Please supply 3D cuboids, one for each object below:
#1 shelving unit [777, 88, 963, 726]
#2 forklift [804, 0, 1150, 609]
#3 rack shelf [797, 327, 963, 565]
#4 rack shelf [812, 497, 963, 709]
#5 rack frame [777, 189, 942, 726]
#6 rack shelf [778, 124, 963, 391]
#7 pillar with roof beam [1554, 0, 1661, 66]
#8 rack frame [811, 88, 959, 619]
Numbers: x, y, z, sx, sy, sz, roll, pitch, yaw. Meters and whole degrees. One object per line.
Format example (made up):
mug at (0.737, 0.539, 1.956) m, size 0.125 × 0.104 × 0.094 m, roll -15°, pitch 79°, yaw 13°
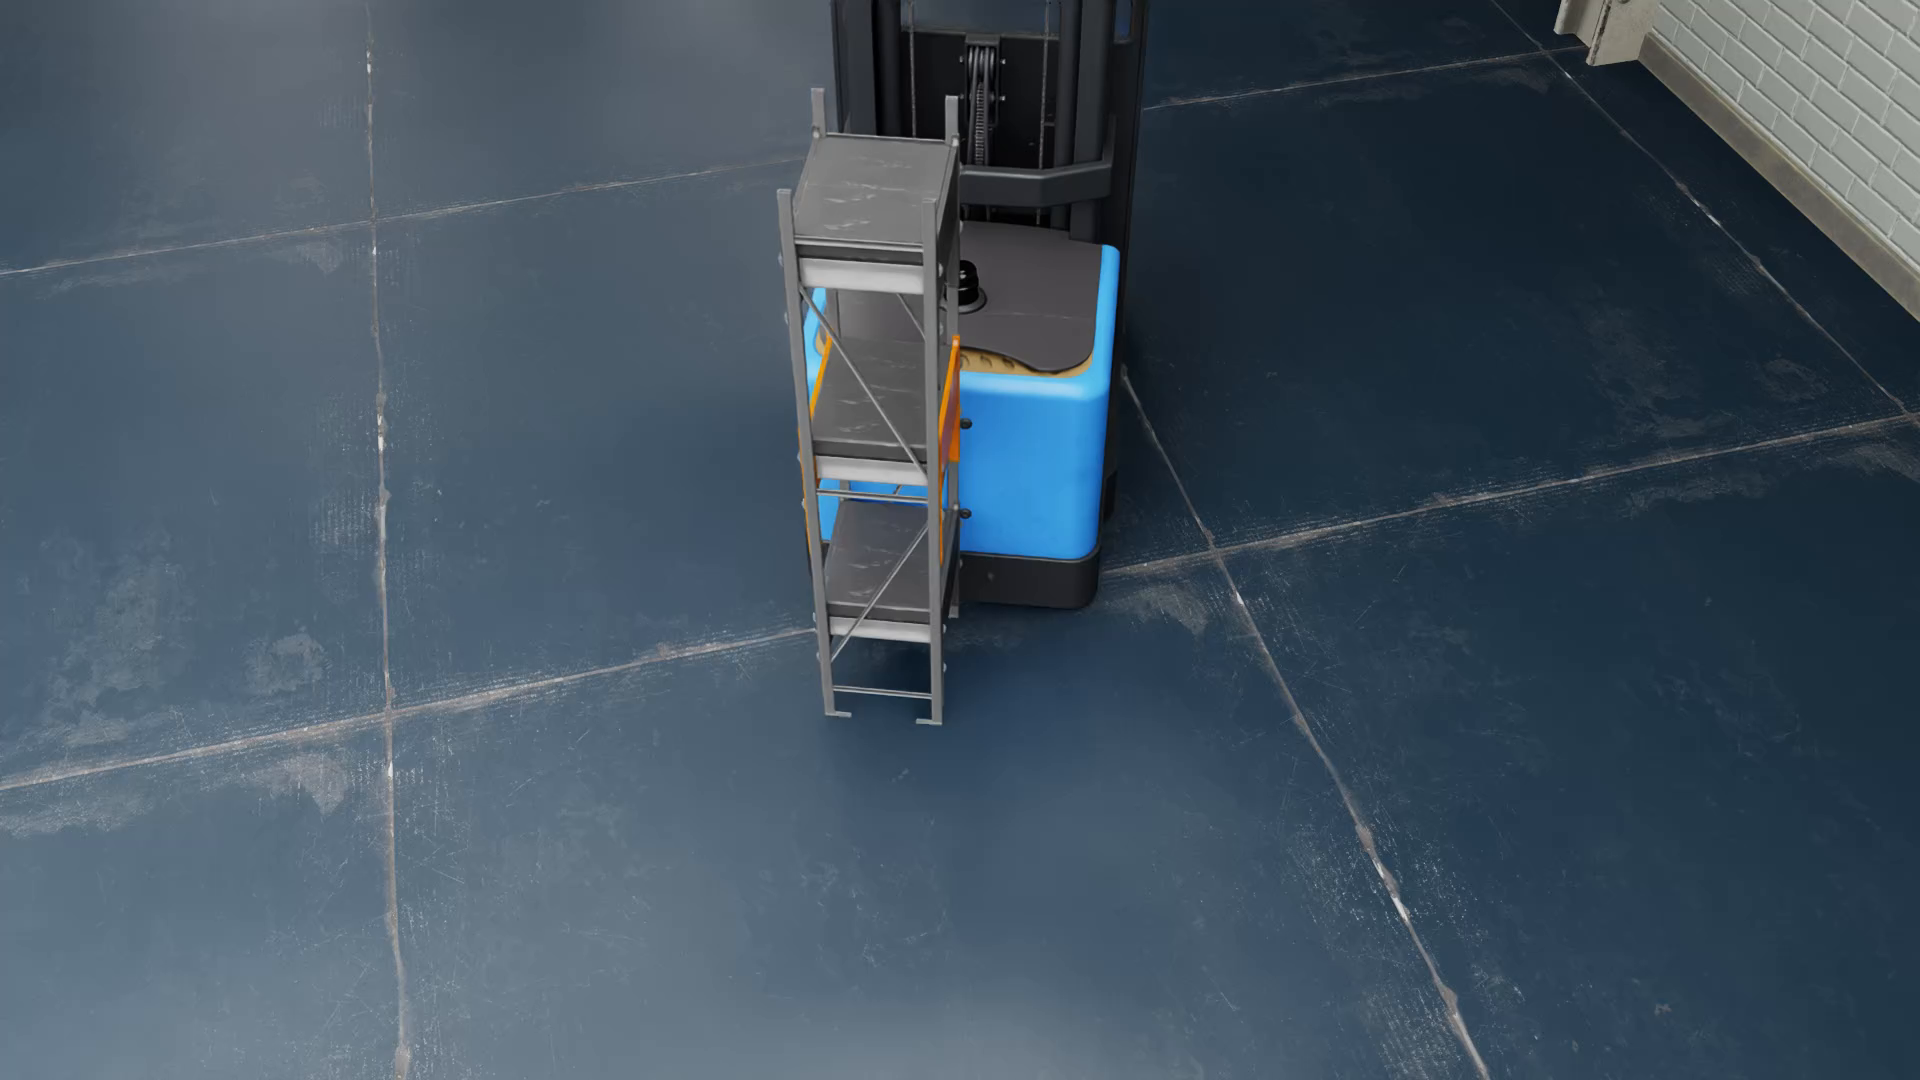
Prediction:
shelving unit at (-0.232, -0.299, 5.073) m, size 0.431 × 2.100 × 0.503 m, roll 5°, pitch 46°, yaw 5°
forklift at (0.130, -1.840, 6.001) m, size 1.130 × 2.935 × 3.031 m, roll 5°, pitch 46°, yaw 5°
rack shelf at (-0.232, -0.289, 5.082) m, size 0.431 × 0.518 × 0.480 m, roll 5°, pitch 46°, yaw 5°
rack shelf at (-0.232, 0.201, 5.582) m, size 0.431 × 0.518 × 0.480 m, roll 5°, pitch 46°, yaw 5°
rack frame at (-0.259, -0.126, 4.903) m, size 0.400 × 2.100 × 0.015 m, roll 5°, pitch 46°, yaw 5°
rack shelf at (-0.232, -0.779, 4.583) m, size 0.431 × 0.518 × 0.480 m, roll 5°, pitch 46°, yaw 5°
pillar with roof beam at (-0.774, -4.999, 4.848) m, size 9.100 × 9.000 × 0.400 m, roll -11°, pitch 47°, yaw -10°
rack frame at (-0.204, -0.472, 5.242) m, size 0.400 × 2.100 × 0.015 m, roll 5°, pitch 46°, yaw 5°
